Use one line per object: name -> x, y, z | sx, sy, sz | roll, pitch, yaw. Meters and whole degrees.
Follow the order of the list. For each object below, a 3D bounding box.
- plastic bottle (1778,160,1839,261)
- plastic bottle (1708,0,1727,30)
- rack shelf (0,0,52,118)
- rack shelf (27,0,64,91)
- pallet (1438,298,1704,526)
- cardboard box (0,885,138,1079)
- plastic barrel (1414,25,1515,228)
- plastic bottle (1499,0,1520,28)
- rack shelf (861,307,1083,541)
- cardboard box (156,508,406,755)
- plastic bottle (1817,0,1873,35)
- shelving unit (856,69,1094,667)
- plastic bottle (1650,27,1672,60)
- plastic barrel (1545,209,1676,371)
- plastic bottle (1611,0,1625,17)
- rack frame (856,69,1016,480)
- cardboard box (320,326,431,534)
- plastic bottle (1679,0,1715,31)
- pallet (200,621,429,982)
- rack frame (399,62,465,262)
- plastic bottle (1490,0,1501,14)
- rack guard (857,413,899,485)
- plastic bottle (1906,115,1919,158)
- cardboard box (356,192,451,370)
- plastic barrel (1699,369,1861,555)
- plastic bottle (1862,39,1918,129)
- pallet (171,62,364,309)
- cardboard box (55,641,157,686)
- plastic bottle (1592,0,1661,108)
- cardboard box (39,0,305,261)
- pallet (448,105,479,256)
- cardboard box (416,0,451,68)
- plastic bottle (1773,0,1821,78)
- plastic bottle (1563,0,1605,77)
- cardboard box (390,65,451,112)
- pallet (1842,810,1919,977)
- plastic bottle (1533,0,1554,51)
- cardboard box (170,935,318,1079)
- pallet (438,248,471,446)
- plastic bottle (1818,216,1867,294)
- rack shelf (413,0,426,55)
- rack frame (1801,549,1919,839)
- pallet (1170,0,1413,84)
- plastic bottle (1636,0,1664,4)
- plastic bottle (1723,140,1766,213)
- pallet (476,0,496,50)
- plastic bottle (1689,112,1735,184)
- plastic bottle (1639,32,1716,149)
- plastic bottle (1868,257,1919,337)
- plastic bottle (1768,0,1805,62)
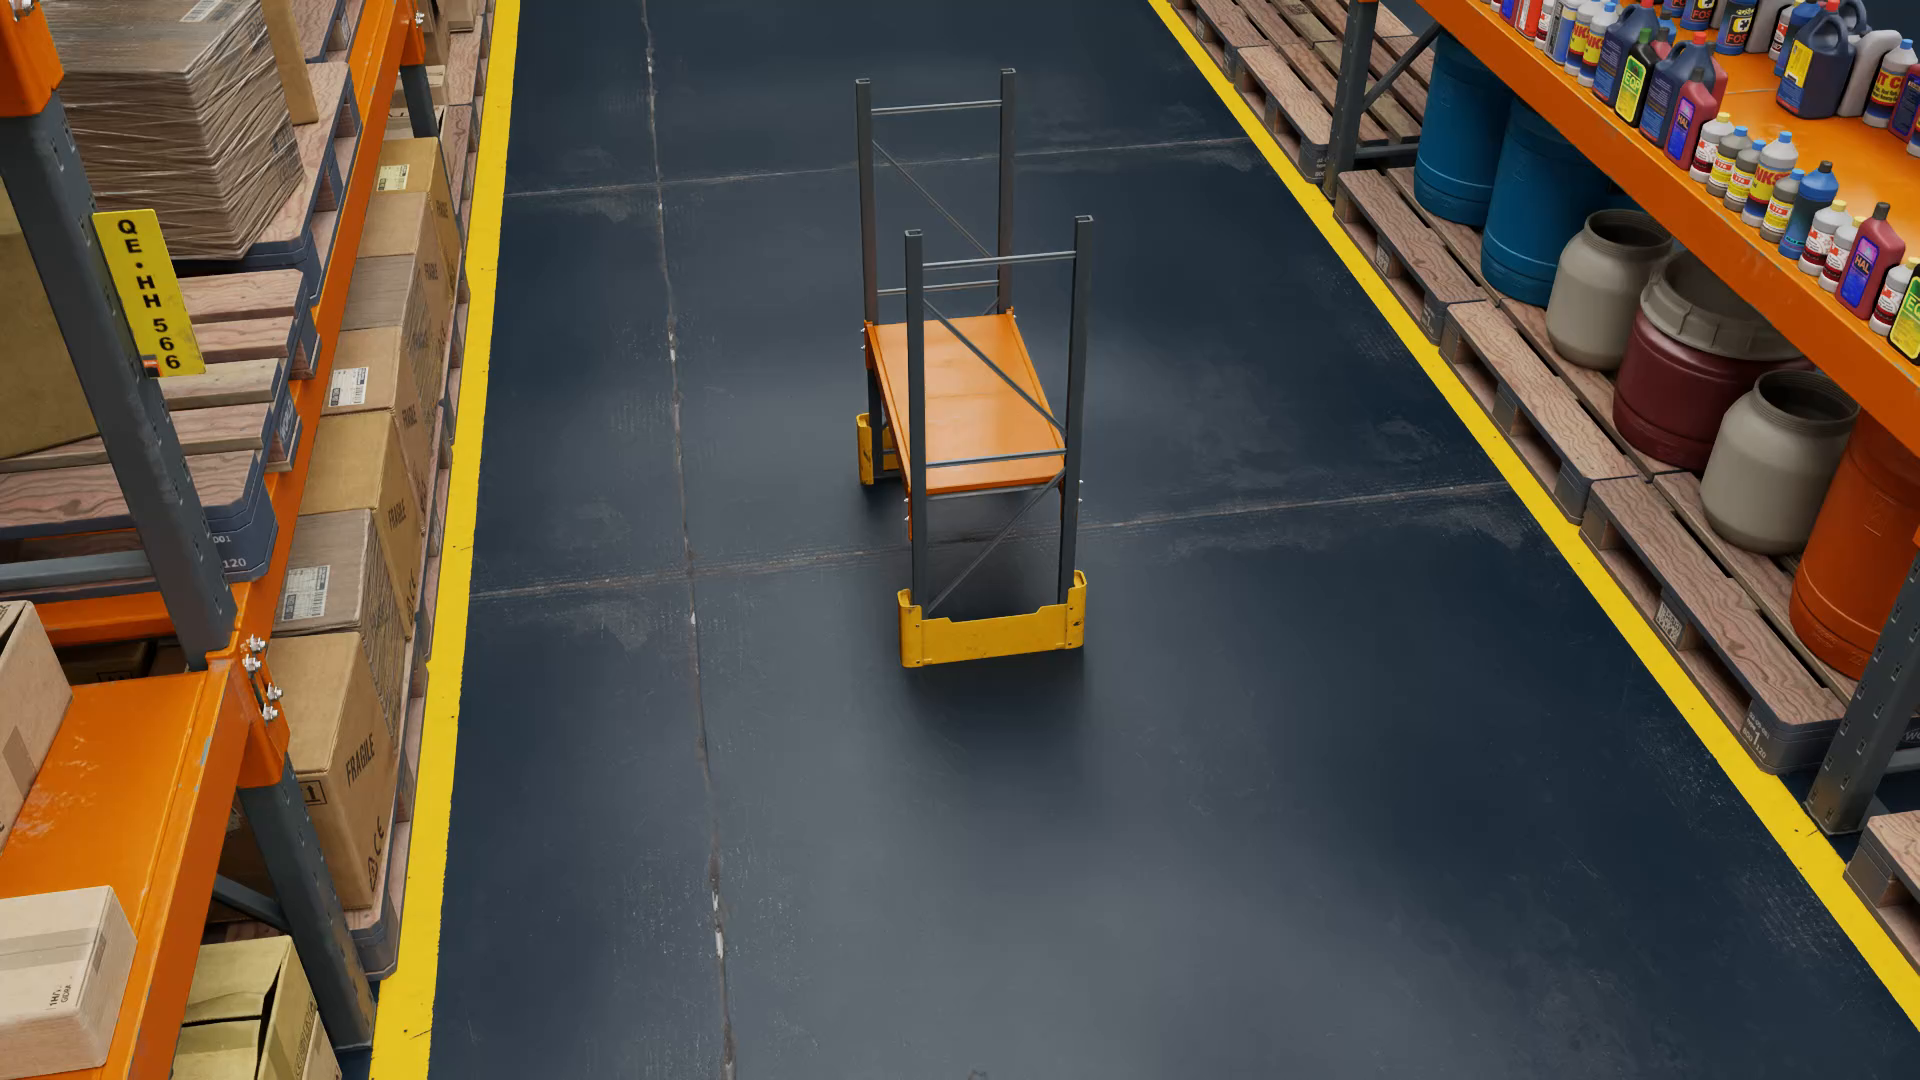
plastic bottle -> 2.348, -0.914, 4.587 | 0.097, 0.271, 0.097 | 0, 38, 0
plastic bottle -> 2.778, -1.995, 5.974 | 0.152, 0.276, 0.135 | -6, 38, -8
rack shelf -> -1.611, 0.400, 0.931 | 1.077, 0.370, 4.000 | -6, 38, -8
rack shelf -> -2.312, -2.016, 4.041 | 1.077, 0.370, 4.000 | -6, 38, -8
pallet -> 2.526, -0.544, 6.278 | 1.003, 0.211, 1.213 | -6, 38, -8
cardboard box -> -1.532, 0.705, 2.602 | 0.380, 0.149, 0.250 | -6, 38, -8
plastic barrel -> 2.293, -1.861, 7.068 | 0.600, 0.901, 0.708 | -6, 38, -8
plastic bottle -> 2.015, -2.004, 5.980 | 0.061, 0.283, 0.133 | -6, 38, -8
rack shelf -> 0.015, -0.399, 5.334 | 0.538, 0.185, 1.000 | -6, 38, -8
cardboard box -> -1.857, 0.285, 4.617 | 0.500, 0.500, 0.500 | -8, 38, -10
plastic bottle -> 2.891, -1.649, 5.468 | 0.144, 0.351, 0.185 | -6, 38, -8
shelving unit -> 0.013, -0.546, 5.231 | 0.587, 1.500, 1.083 | -6, 38, -8
plastic bottle -> 2.229, -1.479, 5.304 | 0.061, 0.283, 0.133 | -6, 38, -8
plastic barrel -> 2.428, -0.929, 6.186 | 0.421, 0.512, 0.421 | 0, 38, 0
plastic bottle -> 2.243, -1.780, 5.758 | 0.097, 0.201, 0.097 | 0, 38, 0
rack frame -> -0.074, -0.848, 5.619 | 0.500, 1.500, 0.032 | -6, 38, -8
cardboard box -> -2.037, -0.333, 5.413 | 0.500, 0.500, 0.500 | -7, 38, -9
plastic bottle -> 2.659, -1.969, 5.944 | 0.097, 0.271, 0.097 | 0, 38, 0
pallet -> -2.055, 0.739, 4.627 | 1.003, 0.211, 1.213 | -6, 38, -8
rack frame -> -2.663, -2.323, 6.296 | 1.000, 3.000, 0.127 | -6, 38, -8
plastic bottle -> 2.012, -2.043, 6.097 | 0.097, 0.201, 0.097 | 0, 38, 0
rack guard -> -0.074, -0.353, 6.001 | 0.587, 0.250, 0.087 | -6, 38, -8
plastic bottle -> 3.003, -1.314, 5.102 | 0.097, 0.271, 0.097 | 0, 38, 0
cardboard box -> -2.216, -0.943, 6.198 | 0.500, 0.500, 0.500 | -6, 38, -8
plastic barrel -> 2.626, -0.246, 5.308 | 0.421, 0.512, 0.421 | 0, 38, 0
plastic bottle -> 2.962, -1.454, 5.281 | 0.097, 0.271, 0.097 | 0, 38, 0
pallet -> -2.307, -1.006, 4.756 | 1.003, 0.211, 1.213 | -6, 38, -8
cardboard box -> -2.356, 0.366, 4.512 | 0.500, 0.500, 0.500 | -5, 38, -6
plastic bottle -> 2.182, -1.600, 5.405 | 0.144, 0.351, 0.185 | -6, 38, -8
cardboard box -> -2.155, -1.054, 4.238 | 0.700, 0.500, 0.500 | 0, 38, 1
pallet -> -2.782, -1.637, 7.685 | 1.003, 0.211, 1.213 | -6, 38, -8
cardboard box -> -2.997, -2.646, 8.387 | 0.797, 0.503, 0.637 | -6, 38, -8
plastic bottle -> 2.830, -1.699, 5.597 | 0.097, 0.271, 0.097 | 0, 38, 0
plastic bottle -> 2.117, -1.710, 5.611 | 0.097, 0.271, 0.097 | 0, 38, 0
cardboard box -> -2.685, -2.176, 8.057 | 0.380, 0.166, 0.250 | -6, 38, -8
pallet -> 3.014, 1.135, 4.117 | 1.003, 0.211, 1.213 | -6, 38, -8
plastic bottle -> 2.076, -1.823, 5.813 | 0.097, 0.201, 0.097 | 0, 38, 0
cardboard box -> -1.627, 1.081, 3.355 | 0.500, 0.311, 0.500 | -5, 38, -7
pallet -> -2.483, -0.735, 6.524 | 1.003, 0.211, 1.213 | -6, 38, -8
plastic bottle -> 2.382, -0.769, 4.457 | 0.097, 0.201, 0.097 | 0, 38, 0
rack shelf -> -3.013, -3.247, 8.071 | 1.077, 0.370, 4.000 | -6, 38, -8
rack frame -> 2.916, -0.438, 3.869 | 1.000, 3.000, 0.127 | -6, 38, -8
pallet -> 1.830, -2.931, 9.351 | 1.003, 0.211, 1.213 | -6, 38, -8
plastic bottle -> 2.588, -2.187, 6.161 | 0.144, 0.351, 0.185 | -6, 38, -8
plastic bottle -> 2.297, -1.063, 4.835 | 0.097, 0.201, 0.097 | 0, 38, 0
pallet -> -3.210, -3.111, 9.582 | 1.003, 0.211, 1.213 | -6, 38, -8
plastic bottle -> 2.263, -1.181, 4.987 | 0.097, 0.201, 0.097 | 0, 38, 0
plastic bottle -> 2.238, -1.408, 5.157 | 0.144, 0.351, 0.185 | -6, 38, -8
plastic bottle -> 2.423, -0.630, 4.277 | 0.097, 0.201, 0.097 | 0, 38, 0
plastic bottle -> 2.866, -1.758, 5.730 | 0.097, 0.201, 0.097 | 0, 38, 0
